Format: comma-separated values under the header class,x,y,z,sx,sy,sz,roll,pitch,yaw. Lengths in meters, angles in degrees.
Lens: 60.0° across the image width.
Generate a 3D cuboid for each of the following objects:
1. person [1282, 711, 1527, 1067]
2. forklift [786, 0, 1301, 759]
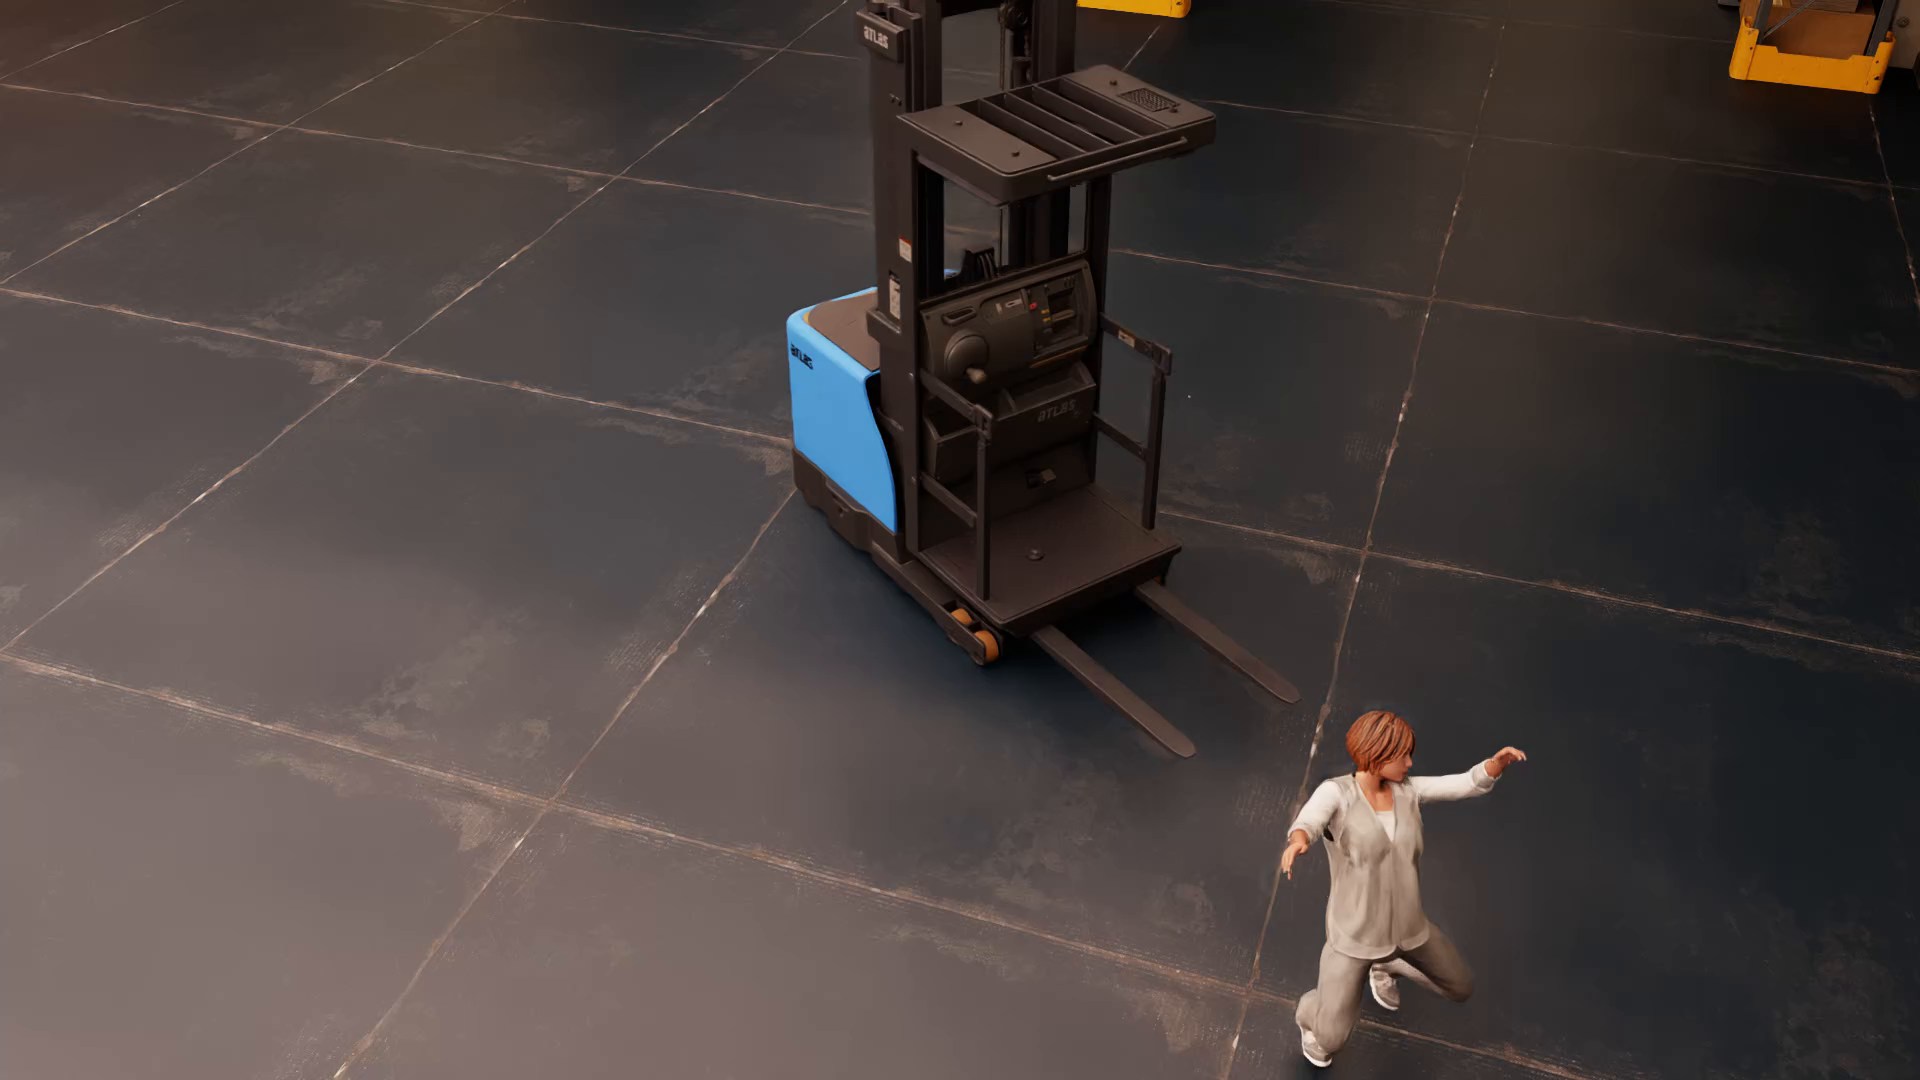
class,x,y,z,sx,sy,sz,roll,pitch,yaw
person,1.297,1.209,5.626,0.879,1.512,0.600,-13,37,-18
forklift,0.358,-0.927,7.418,1.130,2.935,3.031,-22,41,-28
